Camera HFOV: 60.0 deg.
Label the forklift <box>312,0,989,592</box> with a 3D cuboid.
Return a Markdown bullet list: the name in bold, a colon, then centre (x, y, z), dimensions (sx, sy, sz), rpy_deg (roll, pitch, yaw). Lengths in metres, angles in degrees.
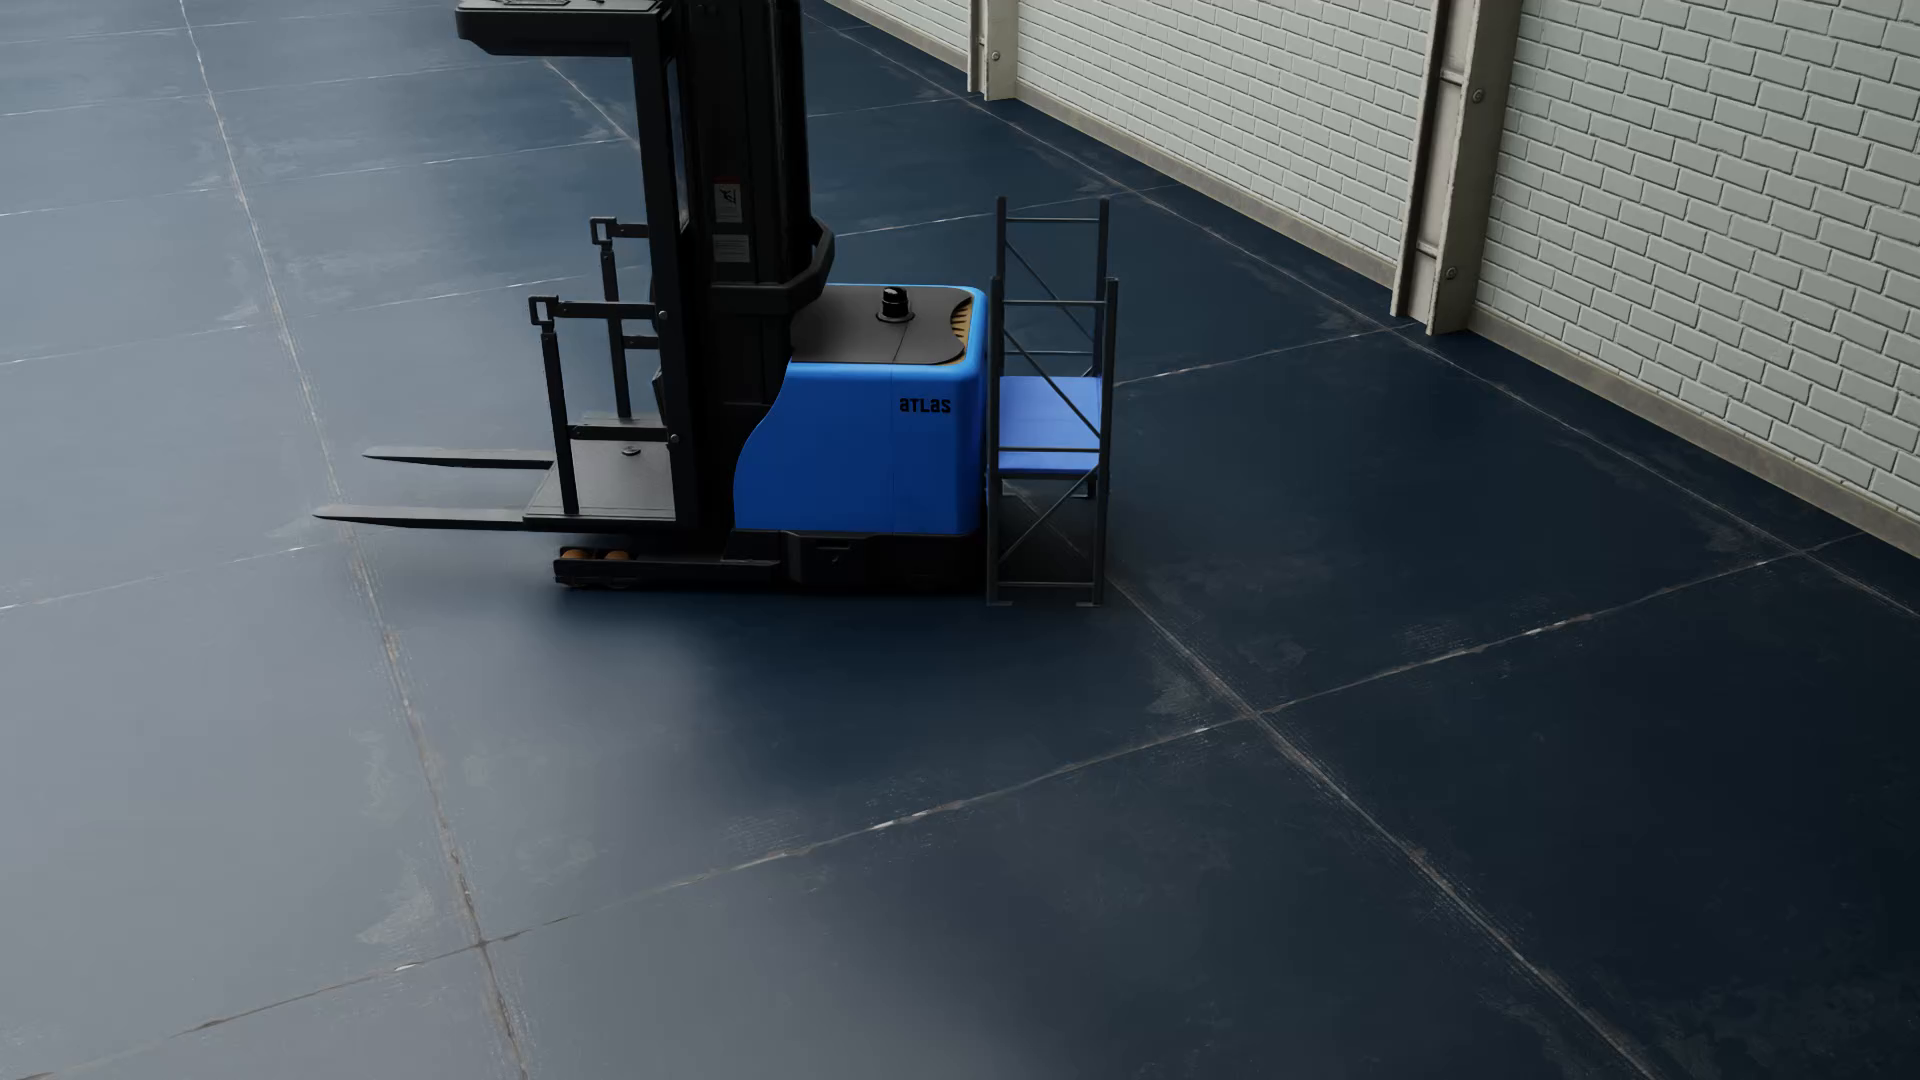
- **forklift**: centre (-1.395, -1.318, 7.103), dimensions (3.031, 2.935, 1.130), rpy_deg (2, 29, 3)

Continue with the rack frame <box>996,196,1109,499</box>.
- **rack frame**: centre (0.413, -0.867, 7.763), dimensions (0.500, 1.500, 0.032), rpy_deg (1, 29, 2)

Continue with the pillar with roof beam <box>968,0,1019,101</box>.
- **pillar with roof beam**: centre (-3.598, -7.010, 11.050), dimensions (9.100, 9.000, 0.400), rpy_deg (-13, 32, -22)

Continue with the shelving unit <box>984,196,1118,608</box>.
- **shelving unit**: centre (0.391, -0.619, 7.320), dimensions (0.538, 1.500, 1.048), rpy_deg (1, 29, 2)

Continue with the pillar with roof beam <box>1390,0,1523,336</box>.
- **pillar with roof beam**: centre (-1.022, -4.359, 6.324), dimensions (9.100, 9.000, 0.400), rpy_deg (-13, 32, -22)

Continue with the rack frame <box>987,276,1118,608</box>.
- **rack frame**: centre (0.369, -0.371, 6.877), dimensions (0.500, 1.500, 0.032), rpy_deg (1, 29, 2)

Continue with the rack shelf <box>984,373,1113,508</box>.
- **rack shelf**: centre (0.391, -0.462, 7.408), dimensions (0.538, 0.185, 1.000), rpy_deg (1, 29, 2)
